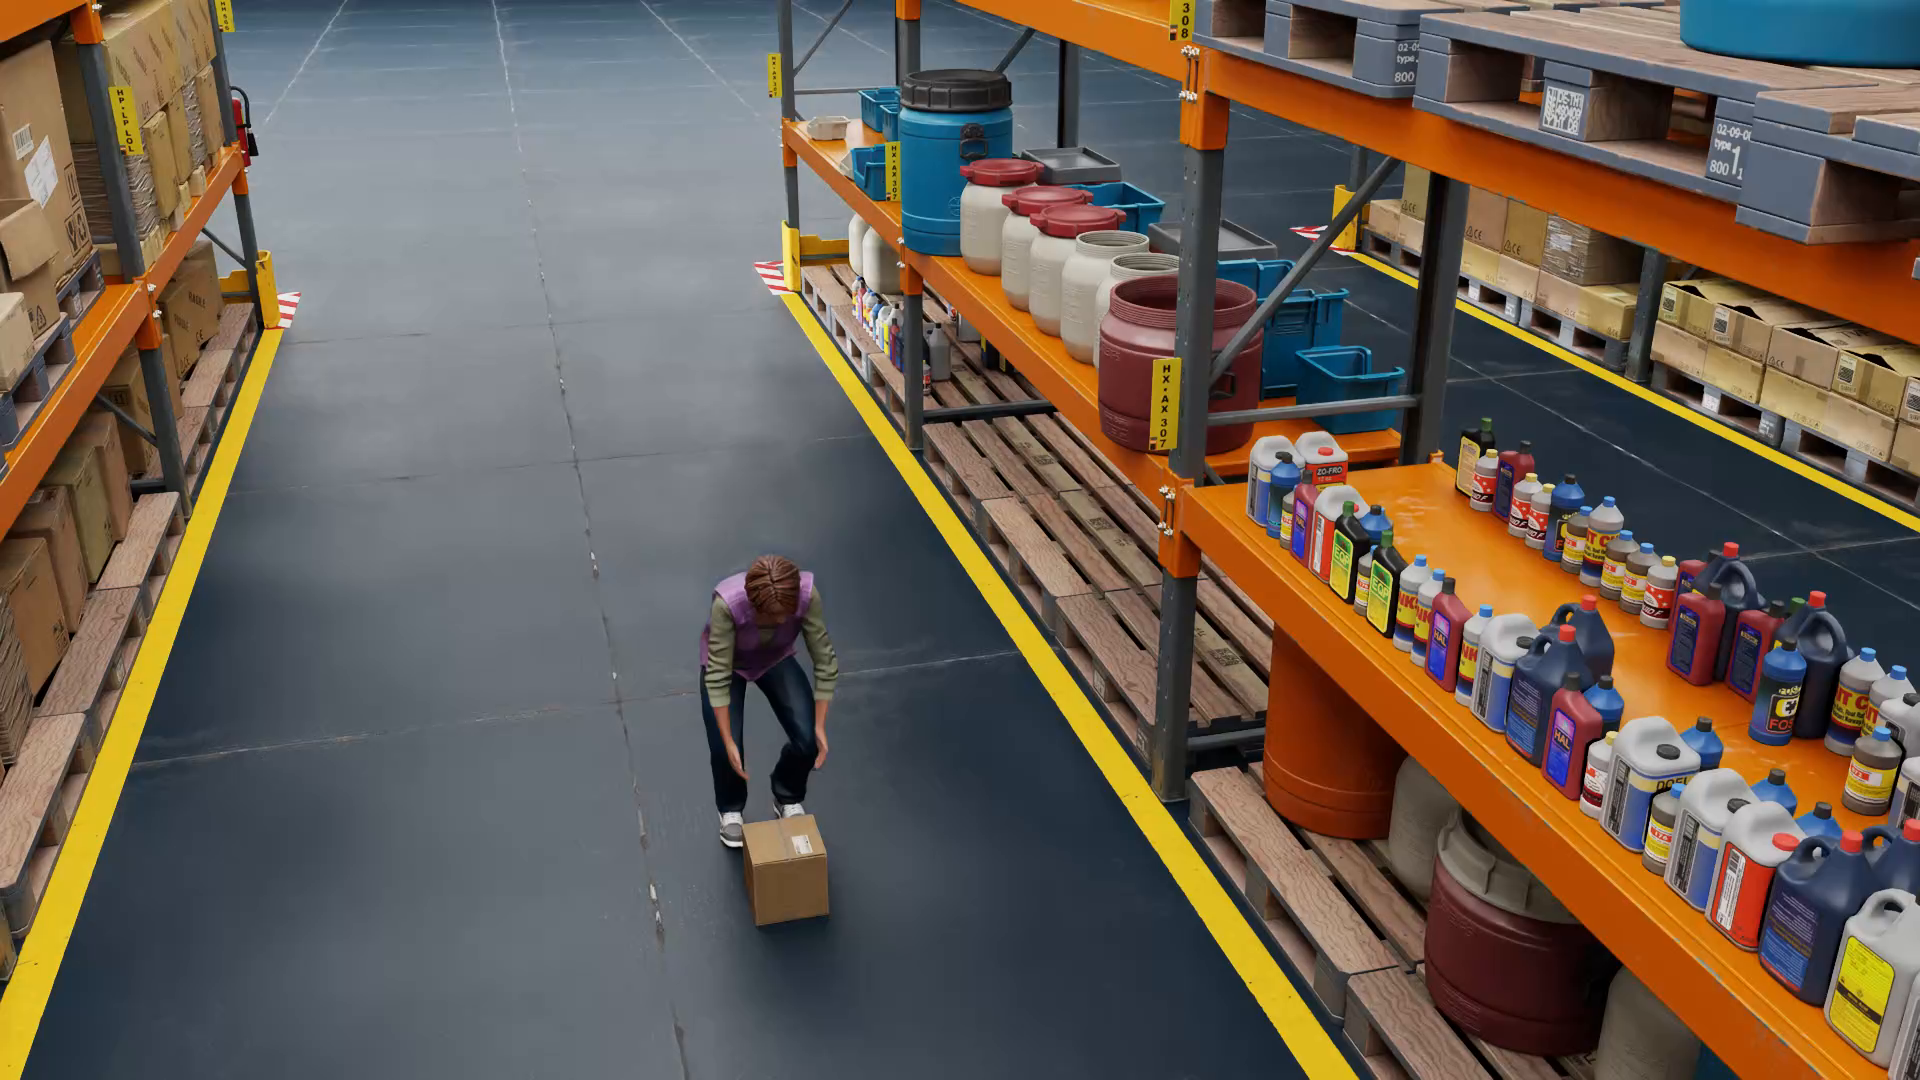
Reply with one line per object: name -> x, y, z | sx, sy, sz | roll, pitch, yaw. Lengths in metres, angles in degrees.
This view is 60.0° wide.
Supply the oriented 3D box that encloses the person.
person -> -0.682, 0.532, 5.883 | 0.462, 1.200, 0.701 | -6, 24, -14
